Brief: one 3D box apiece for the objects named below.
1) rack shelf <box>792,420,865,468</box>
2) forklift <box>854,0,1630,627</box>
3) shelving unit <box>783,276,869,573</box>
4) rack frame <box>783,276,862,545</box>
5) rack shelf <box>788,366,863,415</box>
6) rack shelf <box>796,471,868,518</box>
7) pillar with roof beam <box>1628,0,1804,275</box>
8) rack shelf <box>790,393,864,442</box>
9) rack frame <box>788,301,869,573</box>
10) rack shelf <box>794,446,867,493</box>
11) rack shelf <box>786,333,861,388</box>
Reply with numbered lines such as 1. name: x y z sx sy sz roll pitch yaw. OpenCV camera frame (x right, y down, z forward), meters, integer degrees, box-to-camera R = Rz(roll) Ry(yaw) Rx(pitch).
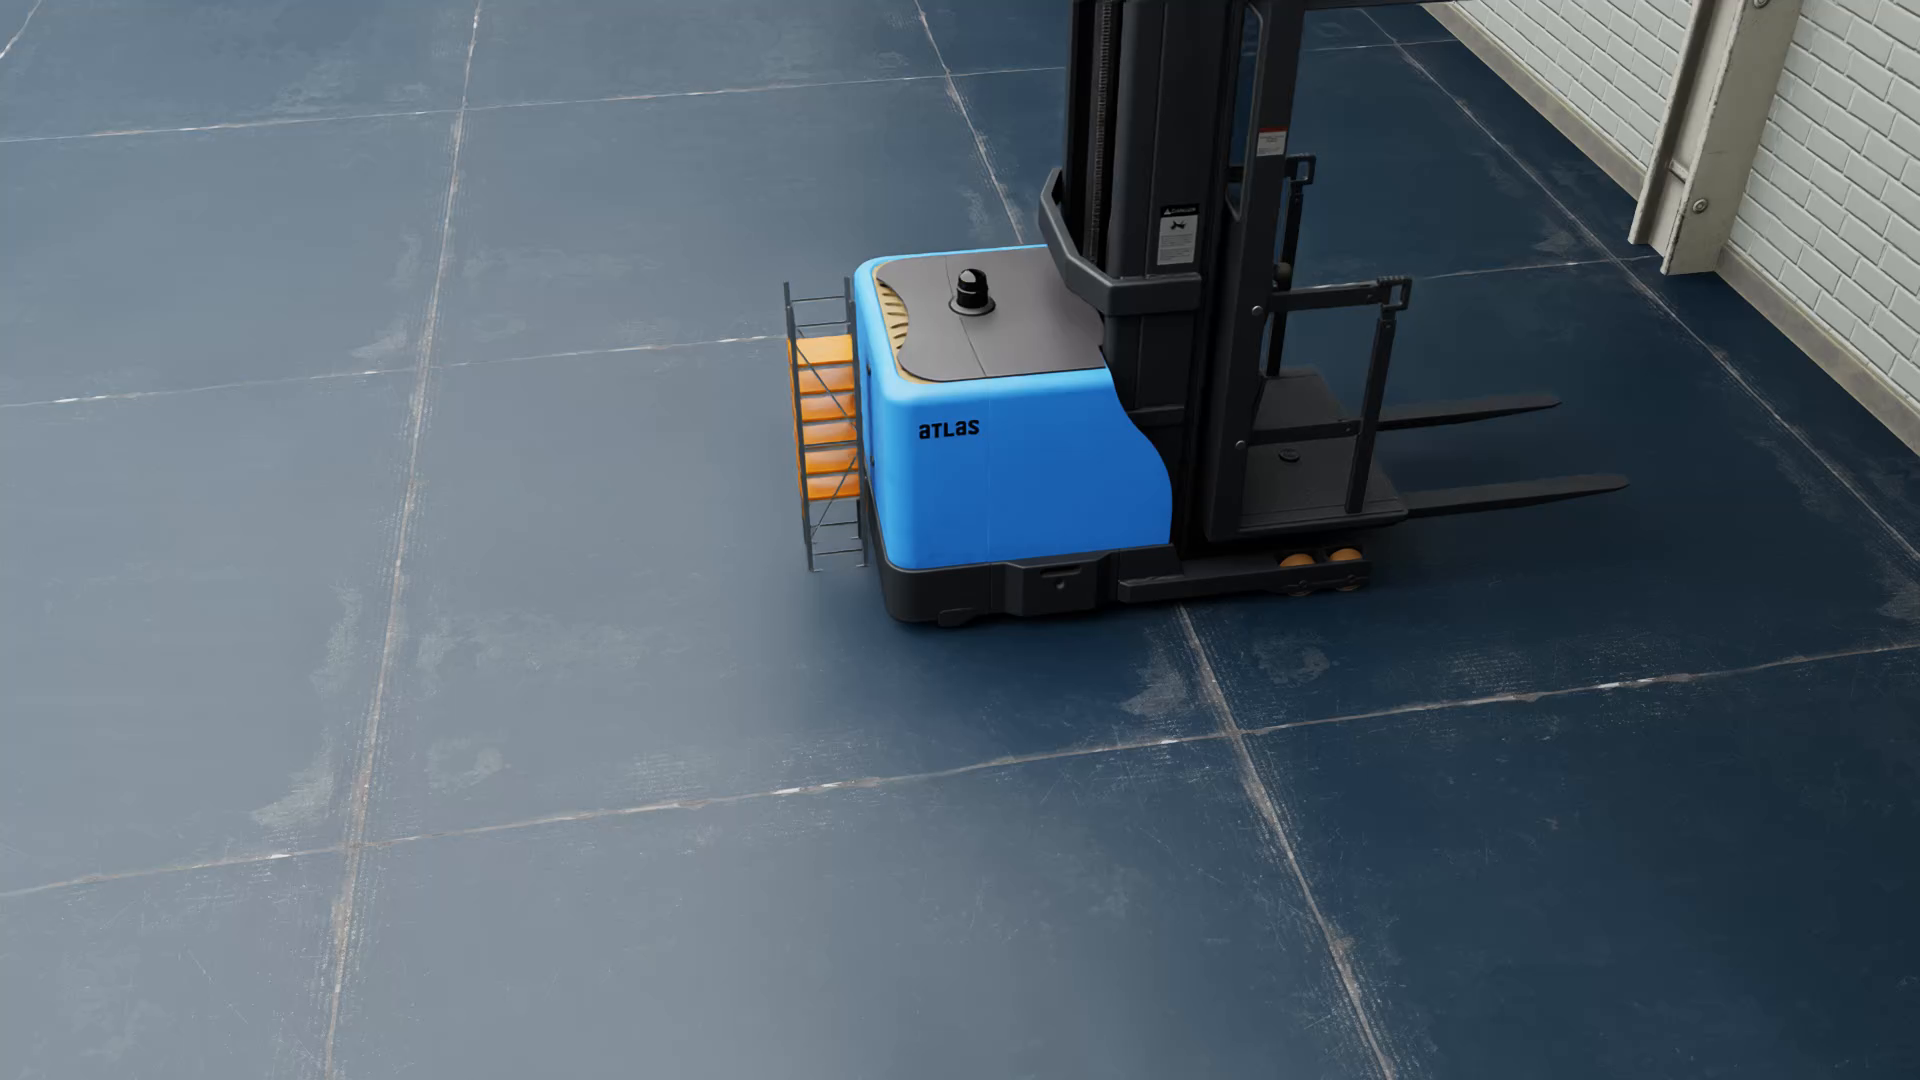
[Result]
1. rack shelf: -0.499 -0.378 6.330 0.258 0.103 0.180 -6 38 -7
2. forklift: 1.145 -1.254 5.974 3.031 2.935 1.130 -6 38 -8
3. shelving unit: -0.500 -0.413 6.302 0.258 1.200 0.189 -6 38 -7
4. rack frame: -0.515 -0.468 6.374 0.240 1.200 0.006 -6 38 -7
5. rack shelf: -0.501 -0.567 6.182 0.258 0.103 0.180 -6 38 -7
6. rack shelf: -0.498 -0.189 6.477 0.258 0.103 0.180 -6 38 -7
7. pillar with roof beam: -0.522 -4.578 5.308 9.100 9.000 0.400 -6 38 -8
8. rack shelf: -0.500 -0.473 6.256 0.258 0.103 0.180 -6 38 -7
9. rack frame: -0.484 -0.358 6.231 0.240 1.200 0.006 -6 38 -7
10. rack shelf: -0.499 -0.283 6.403 0.258 0.103 0.180 -6 38 -7
11. rack shelf: -0.502 -0.662 6.109 0.258 0.103 0.180 -6 38 -7
